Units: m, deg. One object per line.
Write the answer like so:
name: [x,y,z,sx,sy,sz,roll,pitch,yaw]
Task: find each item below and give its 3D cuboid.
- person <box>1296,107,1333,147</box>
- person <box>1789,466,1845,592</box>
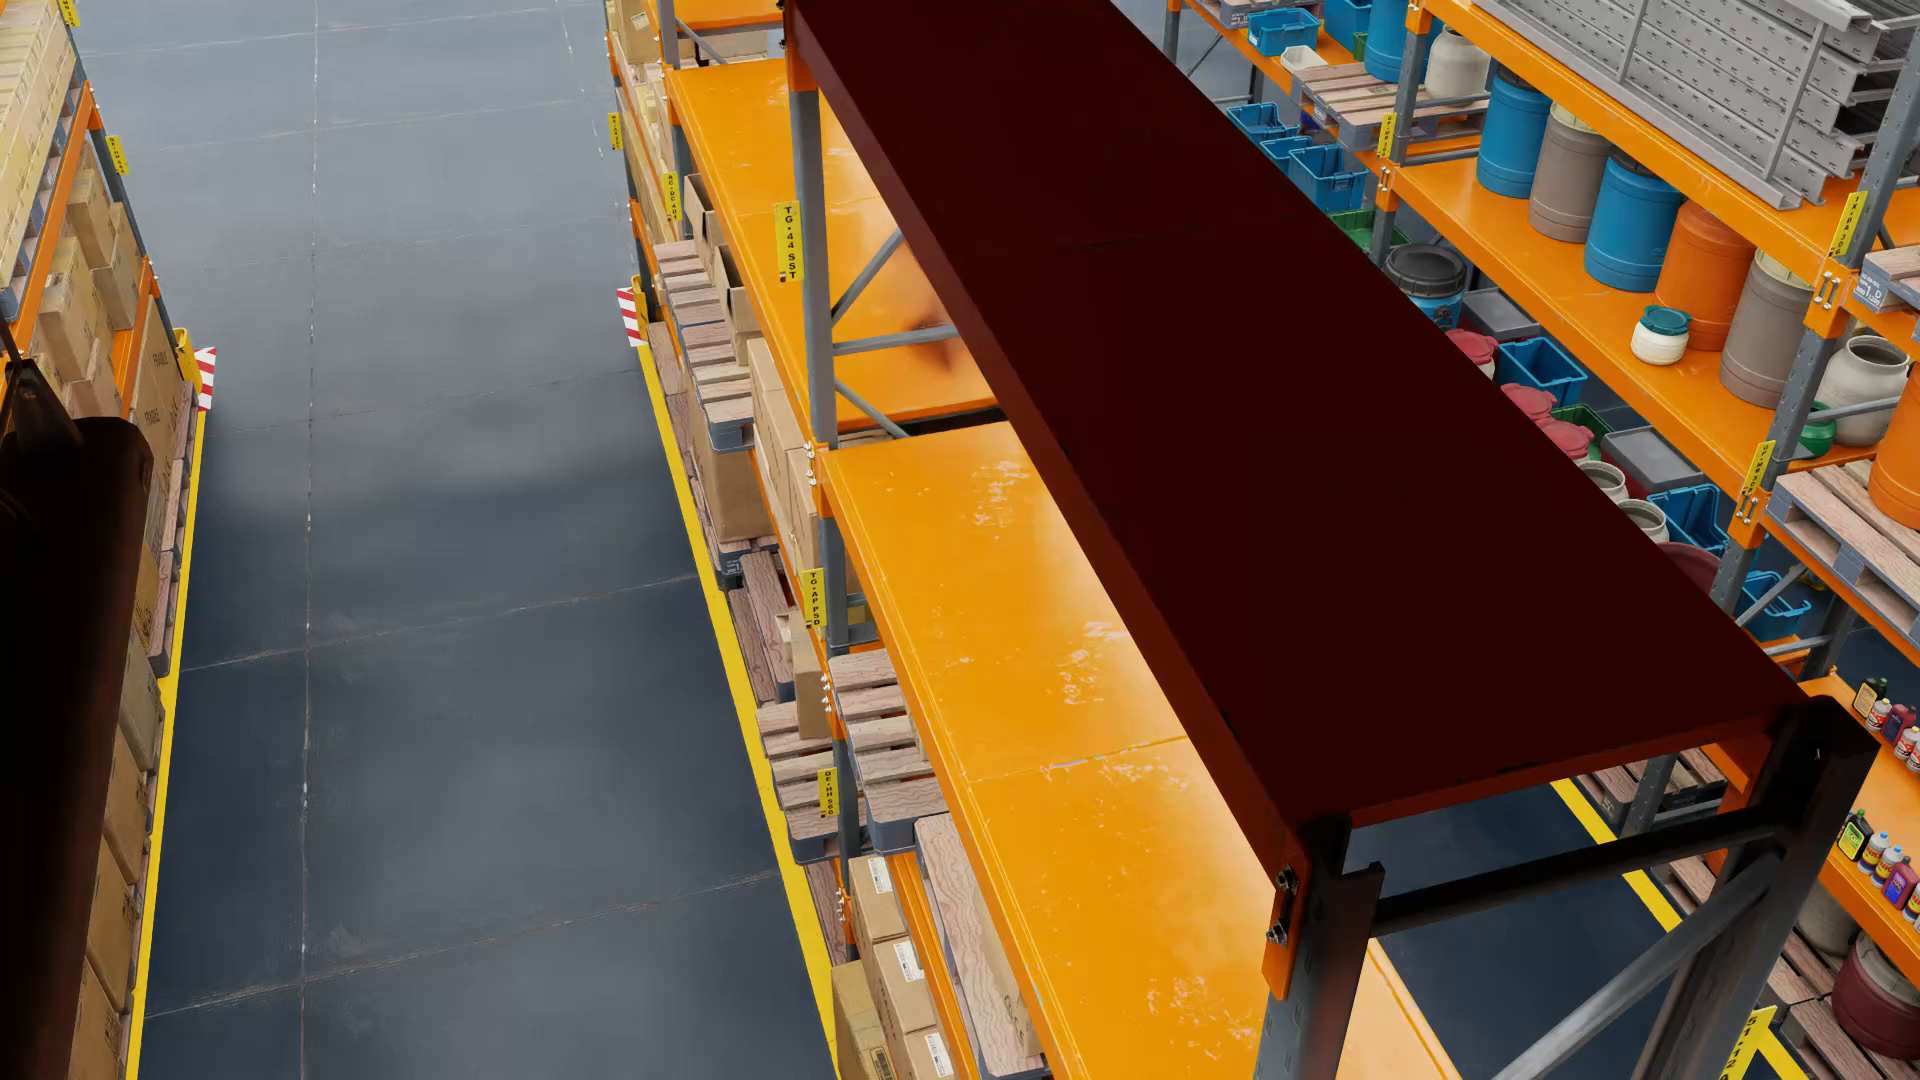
person: [3.532,-4.011,16.618,0.613,1.579,0.523,-30,47,-32]
person: [6.386,-0.267,11.785,0.698,1.741,0.662,-14,40,-17]
